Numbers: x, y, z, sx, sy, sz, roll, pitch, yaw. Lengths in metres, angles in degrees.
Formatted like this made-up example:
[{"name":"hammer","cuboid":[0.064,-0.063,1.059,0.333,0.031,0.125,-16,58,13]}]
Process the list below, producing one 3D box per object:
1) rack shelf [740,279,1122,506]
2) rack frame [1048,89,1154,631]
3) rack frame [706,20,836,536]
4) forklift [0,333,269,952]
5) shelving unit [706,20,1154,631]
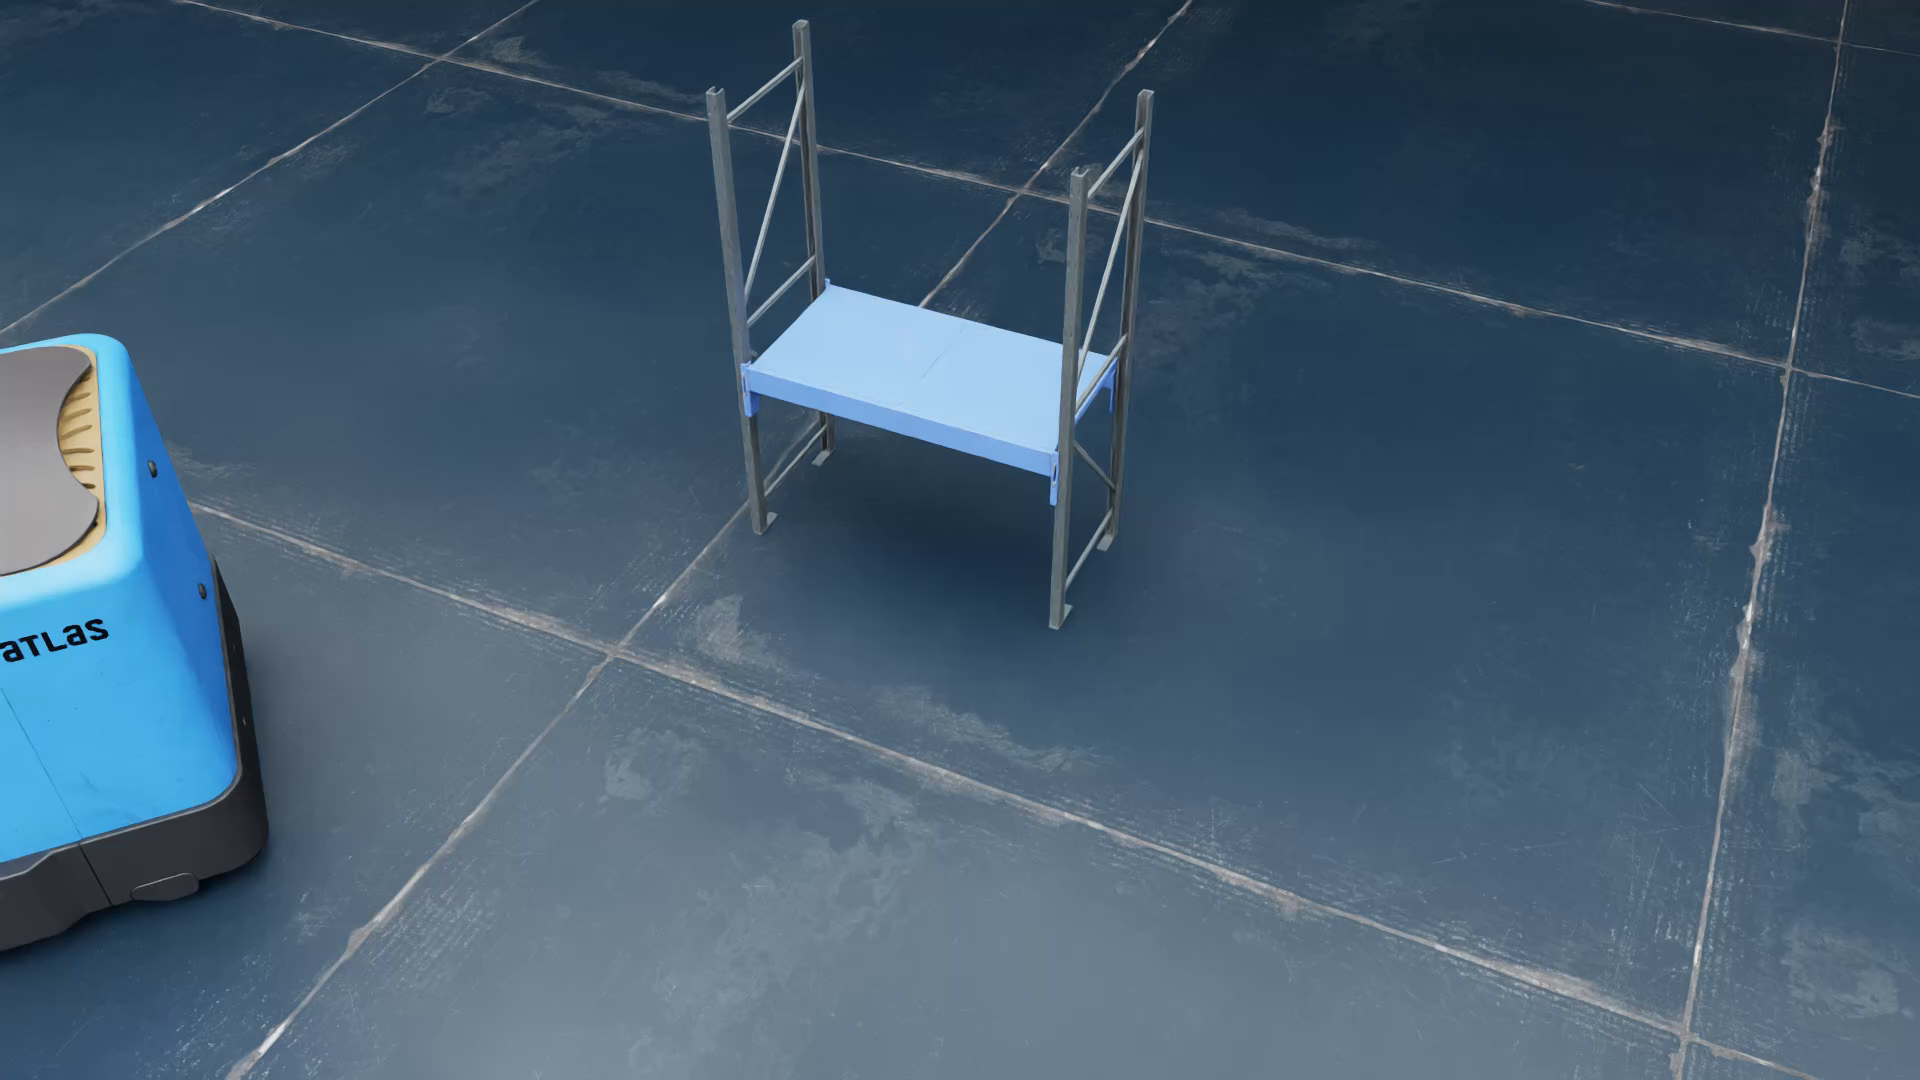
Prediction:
[{"name":"rack shelf","cuboid":[-0.077,-0.454,4.904,1.000,0.185,0.538,17,44,19]},{"name":"rack frame","cuboid":[0.383,-0.450,4.624,0.032,1.500,0.500,17,44,19]},{"name":"rack frame","cuboid":[-0.538,-0.731,4.948,0.032,1.500,0.500,17,44,19]},{"name":"forklift","cuboid":[-3.339,-0.174,3.213,3.031,2.935,1.130,-16,43,-17]},{"name":"shelving unit","cuboid":[-0.077,-0.590,4.786,1.048,1.500,0.538,17,44,19]}]
